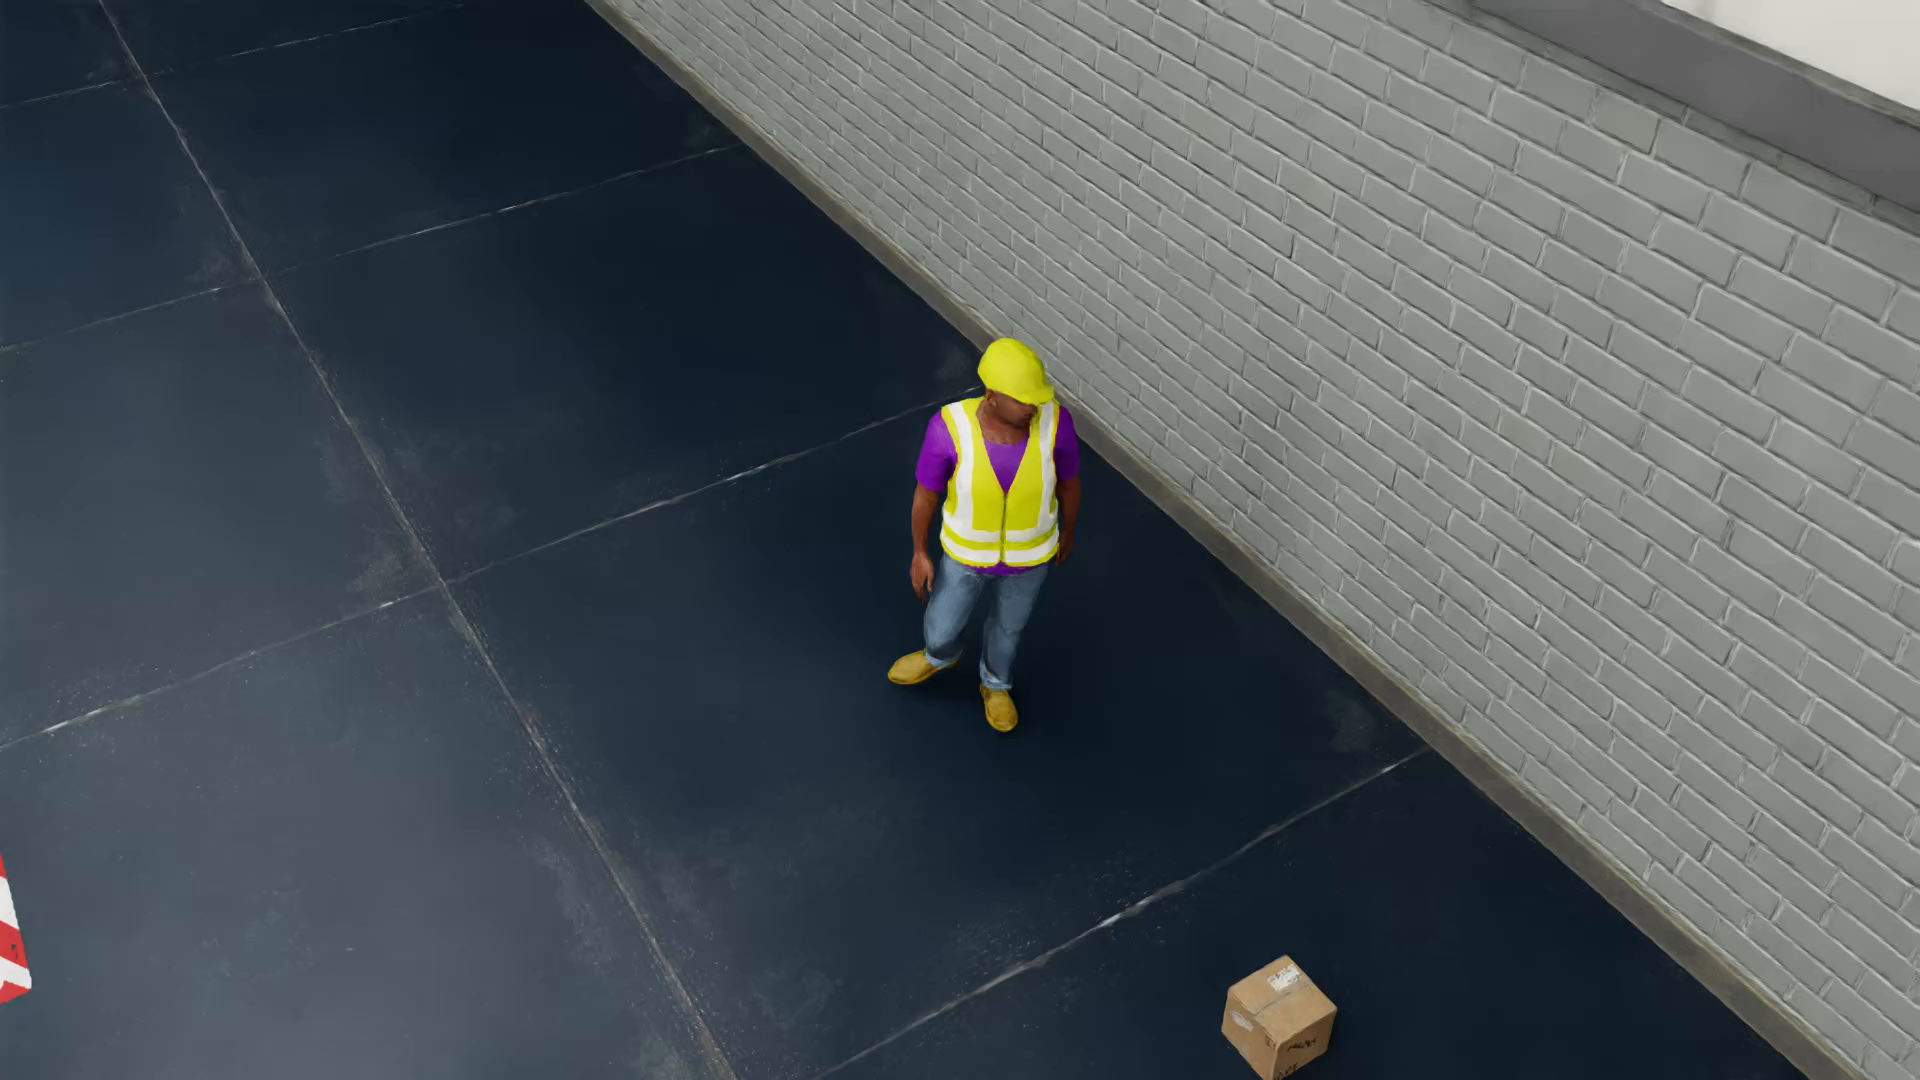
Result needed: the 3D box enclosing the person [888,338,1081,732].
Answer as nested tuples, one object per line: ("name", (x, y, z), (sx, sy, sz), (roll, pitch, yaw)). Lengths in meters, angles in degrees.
("person", (0.077, -0.015, 6.128), (0.726, 1.762, 0.448), (-2, 41, -2))
